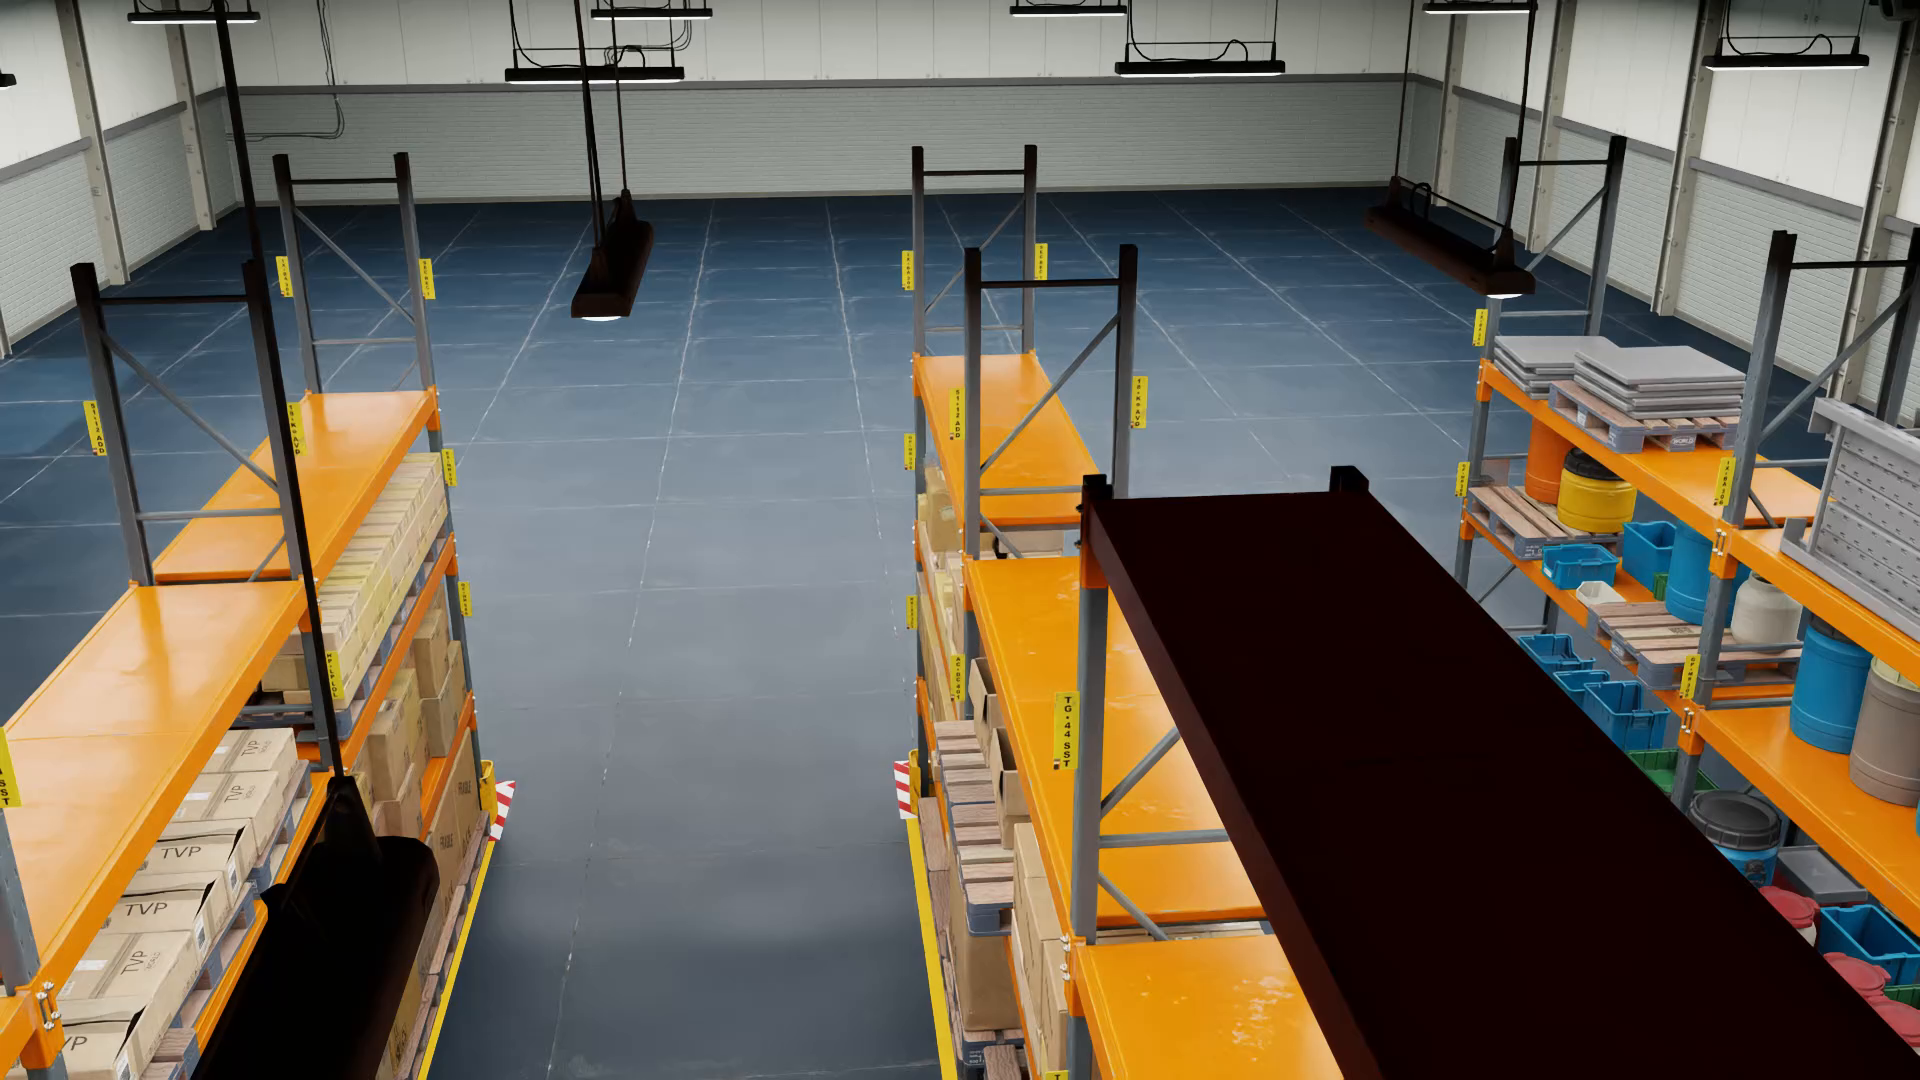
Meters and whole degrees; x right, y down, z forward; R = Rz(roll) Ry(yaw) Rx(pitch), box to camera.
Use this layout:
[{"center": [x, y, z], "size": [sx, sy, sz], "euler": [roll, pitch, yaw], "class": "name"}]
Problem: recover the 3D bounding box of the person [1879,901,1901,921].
[{"center": [7.709, 2.422, 13.100], "size": [0.684, 1.722, 1.054], "euler": [-6, 22, -14], "class": "person"}]
